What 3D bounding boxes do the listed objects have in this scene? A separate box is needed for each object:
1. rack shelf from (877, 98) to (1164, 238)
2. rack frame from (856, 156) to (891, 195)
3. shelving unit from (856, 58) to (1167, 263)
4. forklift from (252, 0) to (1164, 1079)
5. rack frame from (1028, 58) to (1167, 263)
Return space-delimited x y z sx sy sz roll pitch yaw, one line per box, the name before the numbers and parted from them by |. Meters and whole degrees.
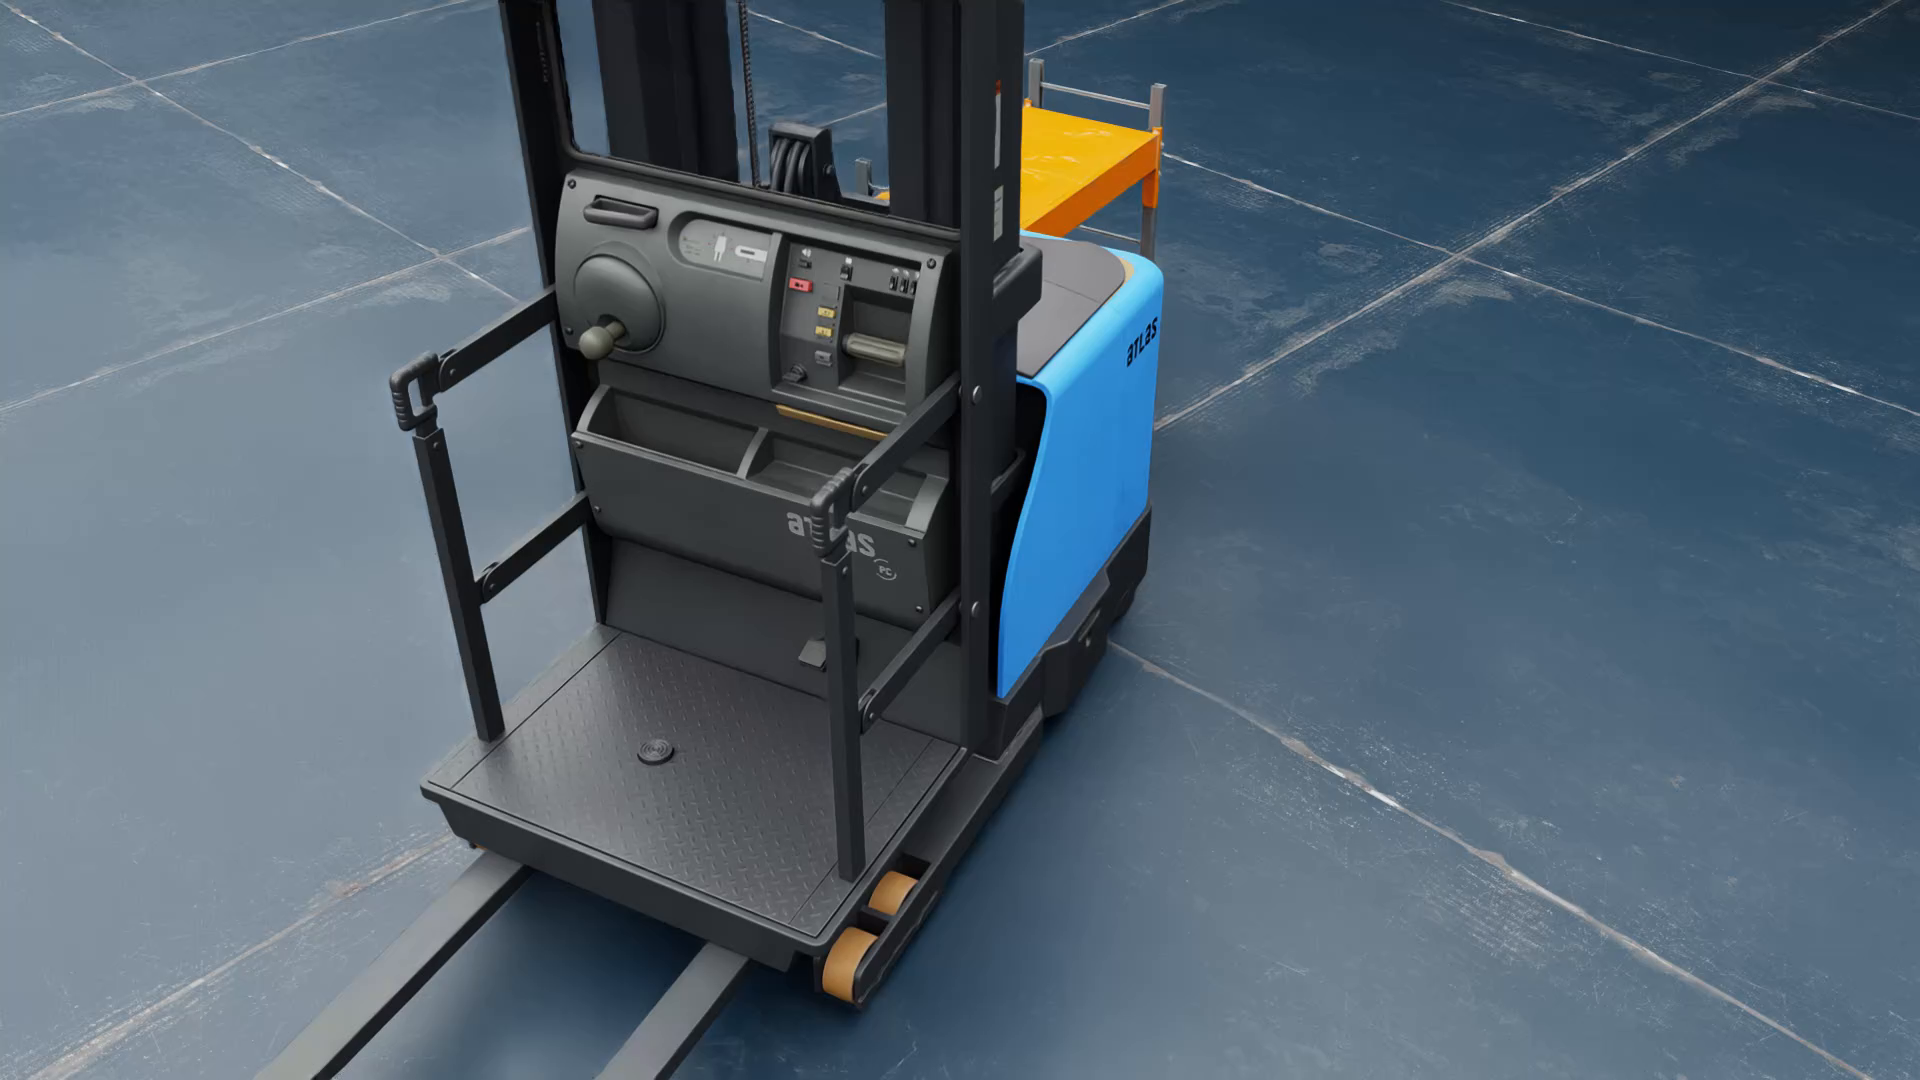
rack shelf | 0.183 -1.077 5.299 0.538 0.278 1.000 20 39 26
rack frame | -0.085 -0.590 5.112 0.500 1.125 0.032 20 39 26
shelving unit | 0.183 -0.836 5.466 0.538 1.125 1.048 20 39 26
forklift | -0.554 -0.452 3.336 1.130 2.935 3.031 16 38 22
rack frame | 0.452 -1.083 5.820 0.500 1.125 0.032 20 39 26
